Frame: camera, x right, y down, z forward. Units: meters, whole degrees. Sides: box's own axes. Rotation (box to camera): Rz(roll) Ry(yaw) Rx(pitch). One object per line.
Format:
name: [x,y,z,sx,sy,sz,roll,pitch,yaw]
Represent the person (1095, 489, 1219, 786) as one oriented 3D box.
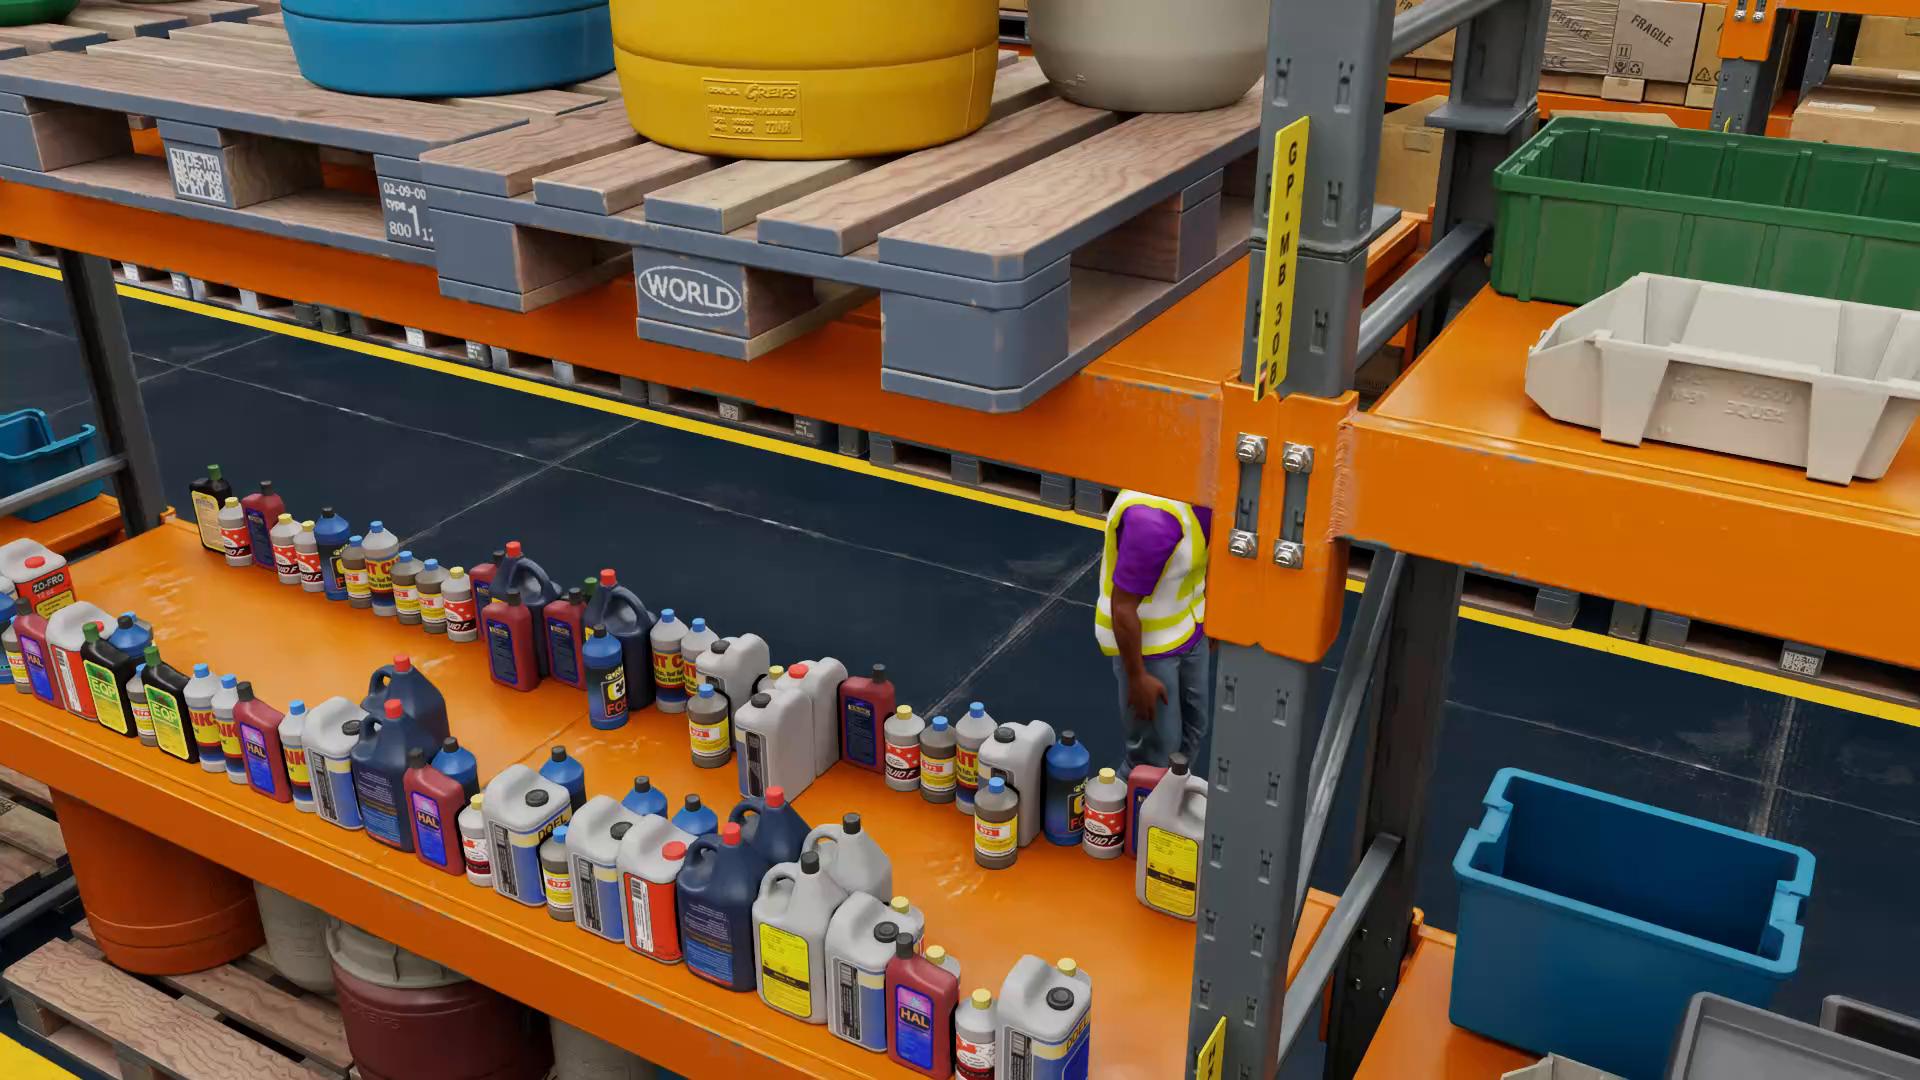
person: [0.685,0.326,5.436,0.456,1.761,0.627,14,30,27]
